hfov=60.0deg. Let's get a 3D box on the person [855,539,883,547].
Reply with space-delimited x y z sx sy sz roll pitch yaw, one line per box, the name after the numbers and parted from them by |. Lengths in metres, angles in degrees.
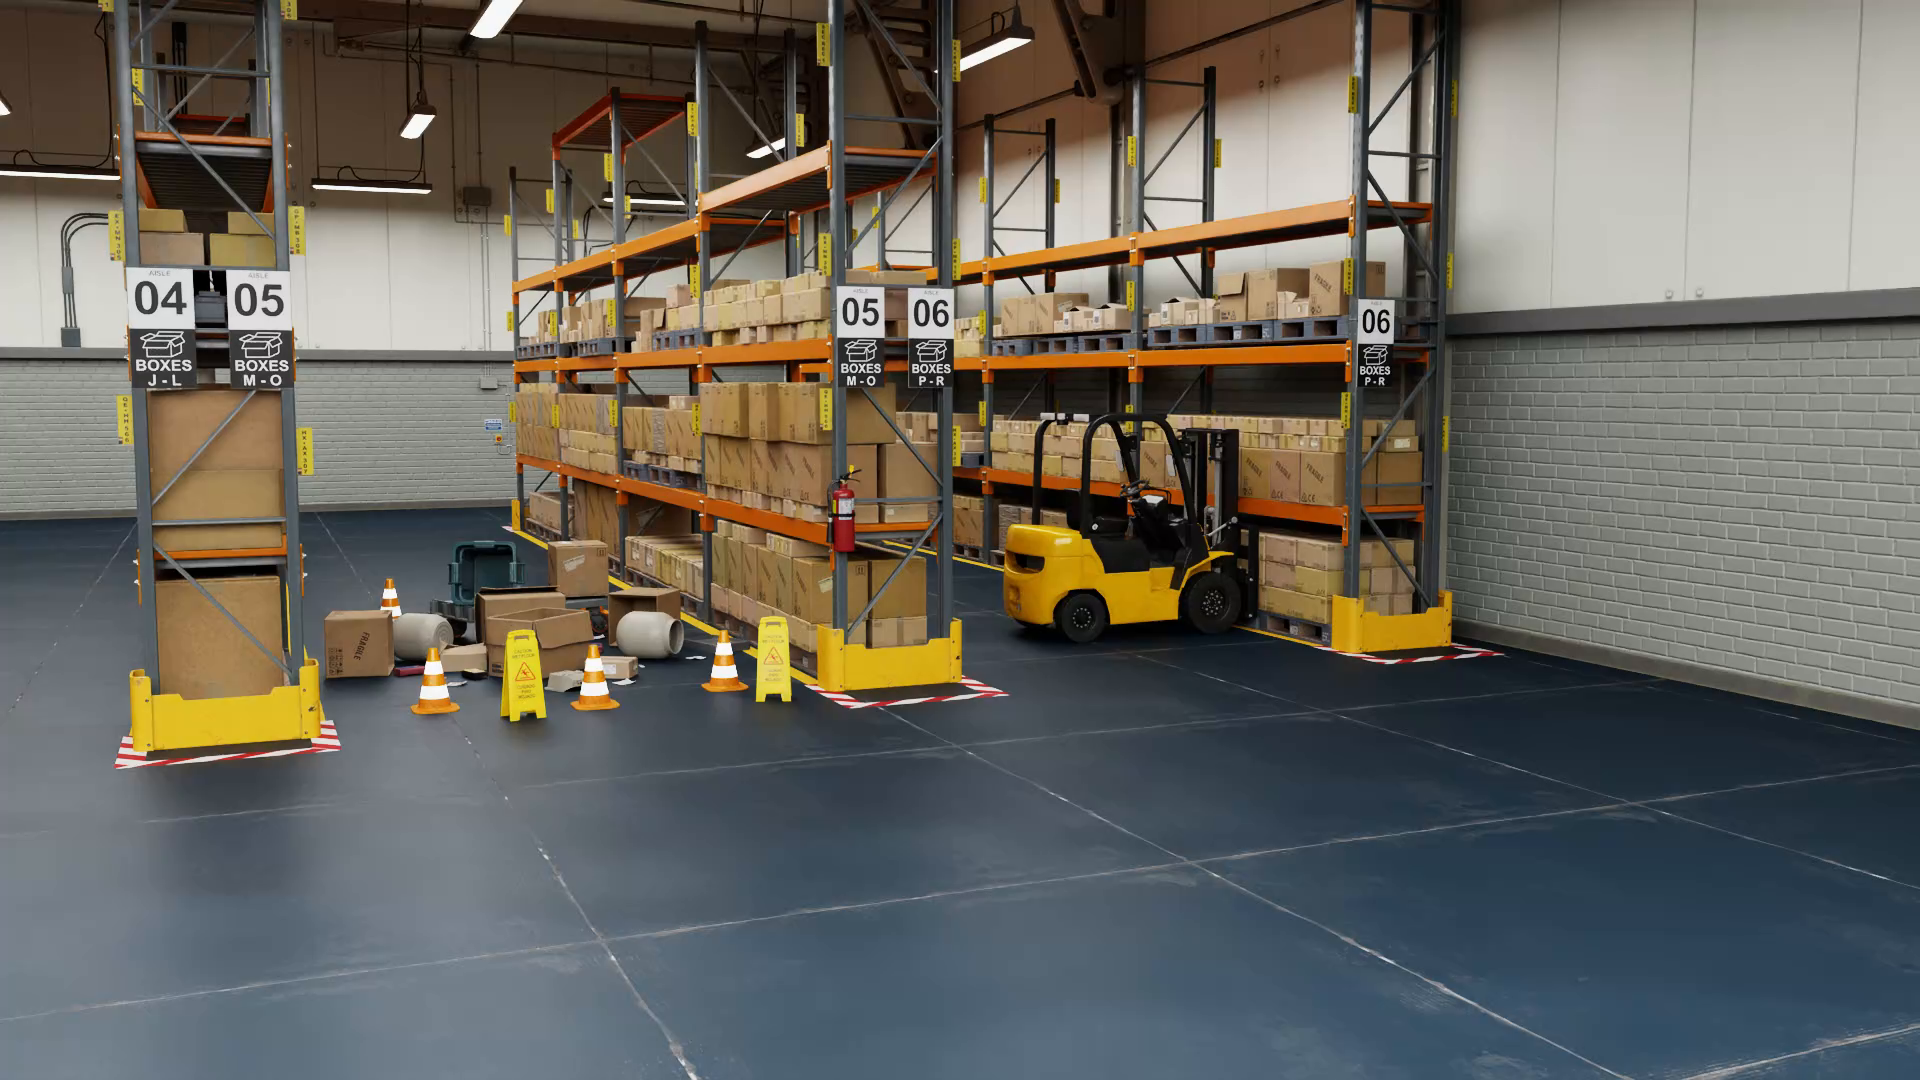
-1.045 -0.158 18.210 0.590 1.794 0.460 -3 6 -29 | person
